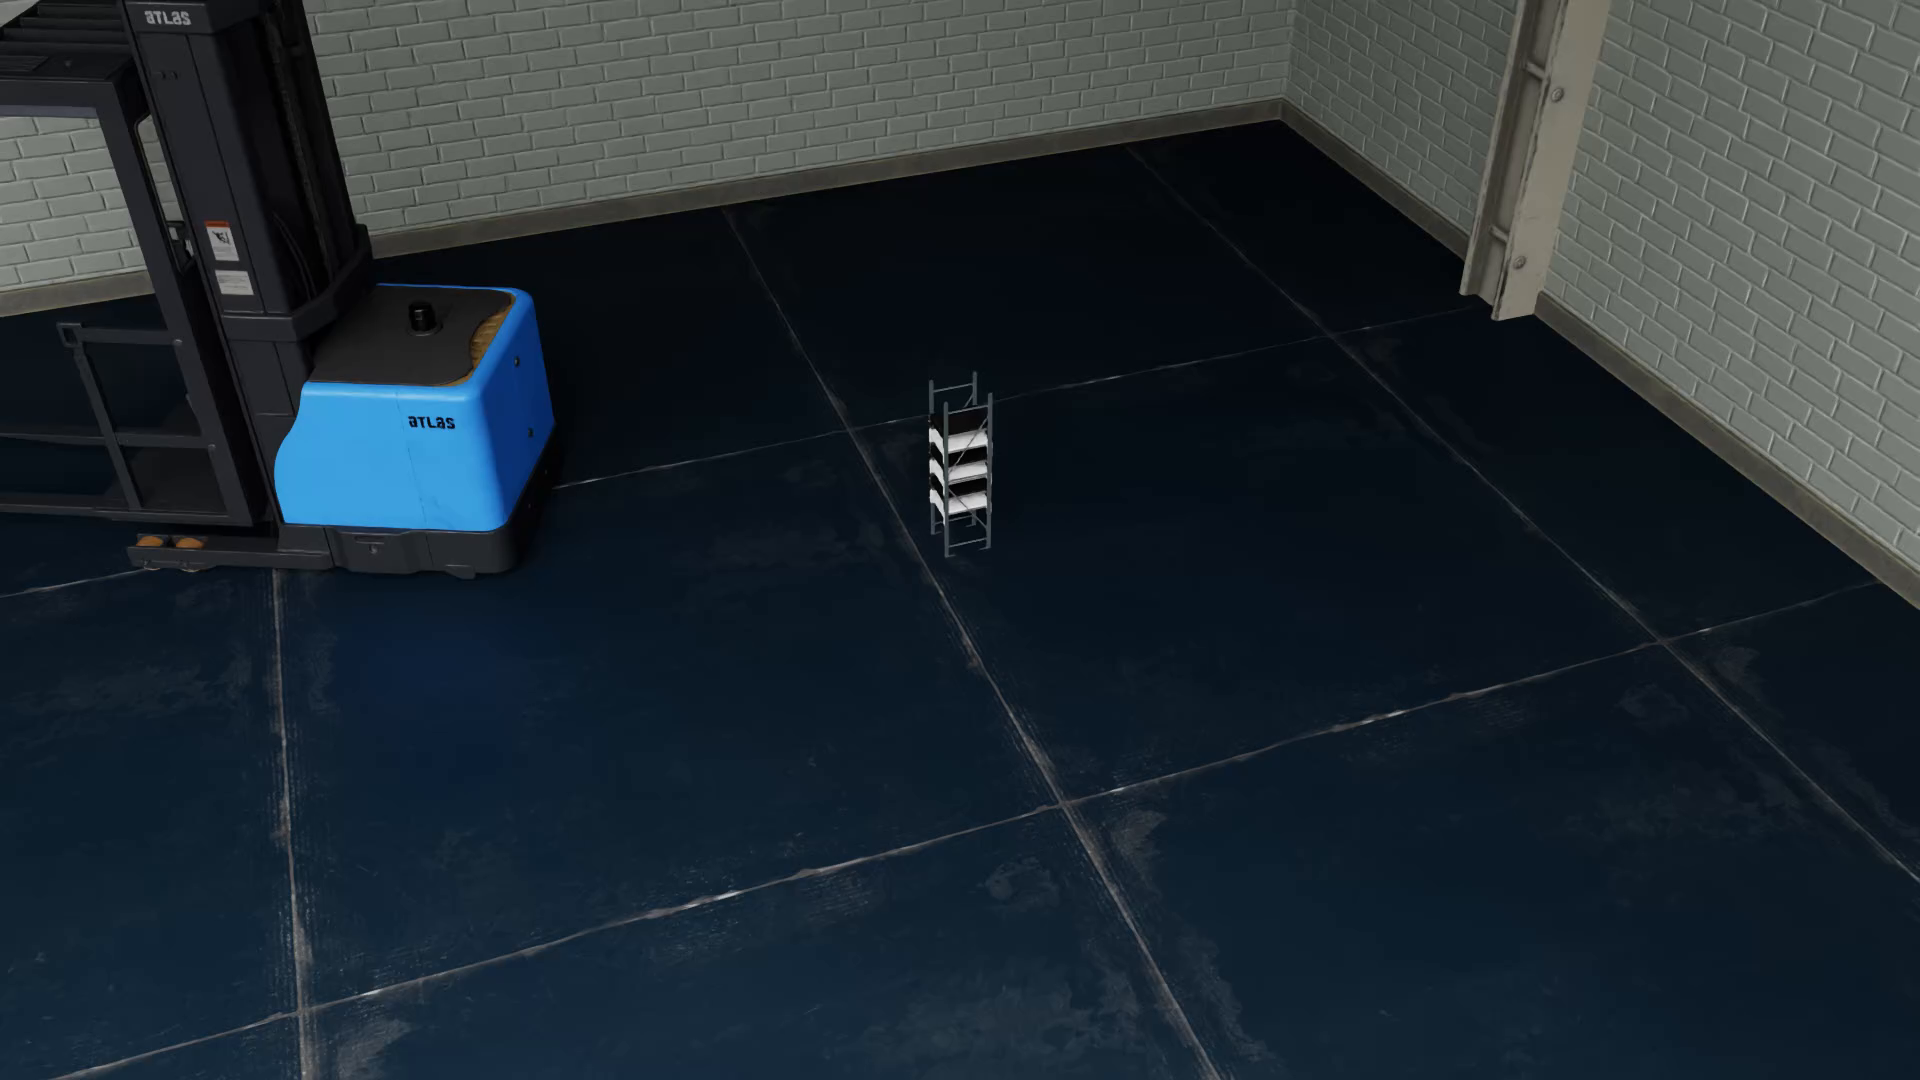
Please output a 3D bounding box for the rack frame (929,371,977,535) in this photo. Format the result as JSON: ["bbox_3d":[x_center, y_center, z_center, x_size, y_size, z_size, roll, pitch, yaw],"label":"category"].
[{"bbox_3d":[-0.032,-0.412,8.110,0.240,0.900,0.006,-12,39,-16],"label":"rack frame"}]

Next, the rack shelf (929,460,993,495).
[{"bbox_3d":[0.003,-0.328,8.054,0.258,0.077,0.200,-12,39,-16],"label":"rack shelf"}]

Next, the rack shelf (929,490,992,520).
[{"bbox_3d":[0.003,-0.184,8.162,0.258,0.077,0.200,-12,39,-16],"label":"rack shelf"}]

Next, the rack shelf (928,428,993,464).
[{"bbox_3d":[0.003,-0.472,7.945,0.258,0.077,0.200,-12,39,-16],"label":"rack shelf"}]

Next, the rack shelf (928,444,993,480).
[{"bbox_3d":[0.003,-0.400,7.999,0.258,0.077,0.200,-12,39,-16],"label":"rack shelf"}]

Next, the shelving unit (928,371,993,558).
[{"bbox_3d":[0.003,-0.355,8.034,0.258,0.900,0.210,-12,39,-16],"label":"shelving unit"}]

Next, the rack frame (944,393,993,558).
[{"bbox_3d":[0.038,-0.297,7.957,0.240,0.900,0.006,-12,39,-16],"label":"rack frame"}]

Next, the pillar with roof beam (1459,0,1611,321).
[{"bbox_3d":[-0.723,-4.171,6.368,9.100,9.000,0.400,-12,39,-16],"label":"pillar with roof beam"}]

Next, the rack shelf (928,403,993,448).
[{"bbox_3d":[0.003,-0.544,7.891,0.258,0.077,0.200,-12,39,-16],"label":"rack shelf"}]

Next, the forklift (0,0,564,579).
[{"bbox_3d":[-3.621,-1.329,7.639,3.031,2.935,1.130,3,37,3],"label":"forklift"}]

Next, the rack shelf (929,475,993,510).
[{"bbox_3d":[0.003,-0.256,8.108,0.258,0.077,0.200,-12,39,-16],"label":"rack shelf"}]
